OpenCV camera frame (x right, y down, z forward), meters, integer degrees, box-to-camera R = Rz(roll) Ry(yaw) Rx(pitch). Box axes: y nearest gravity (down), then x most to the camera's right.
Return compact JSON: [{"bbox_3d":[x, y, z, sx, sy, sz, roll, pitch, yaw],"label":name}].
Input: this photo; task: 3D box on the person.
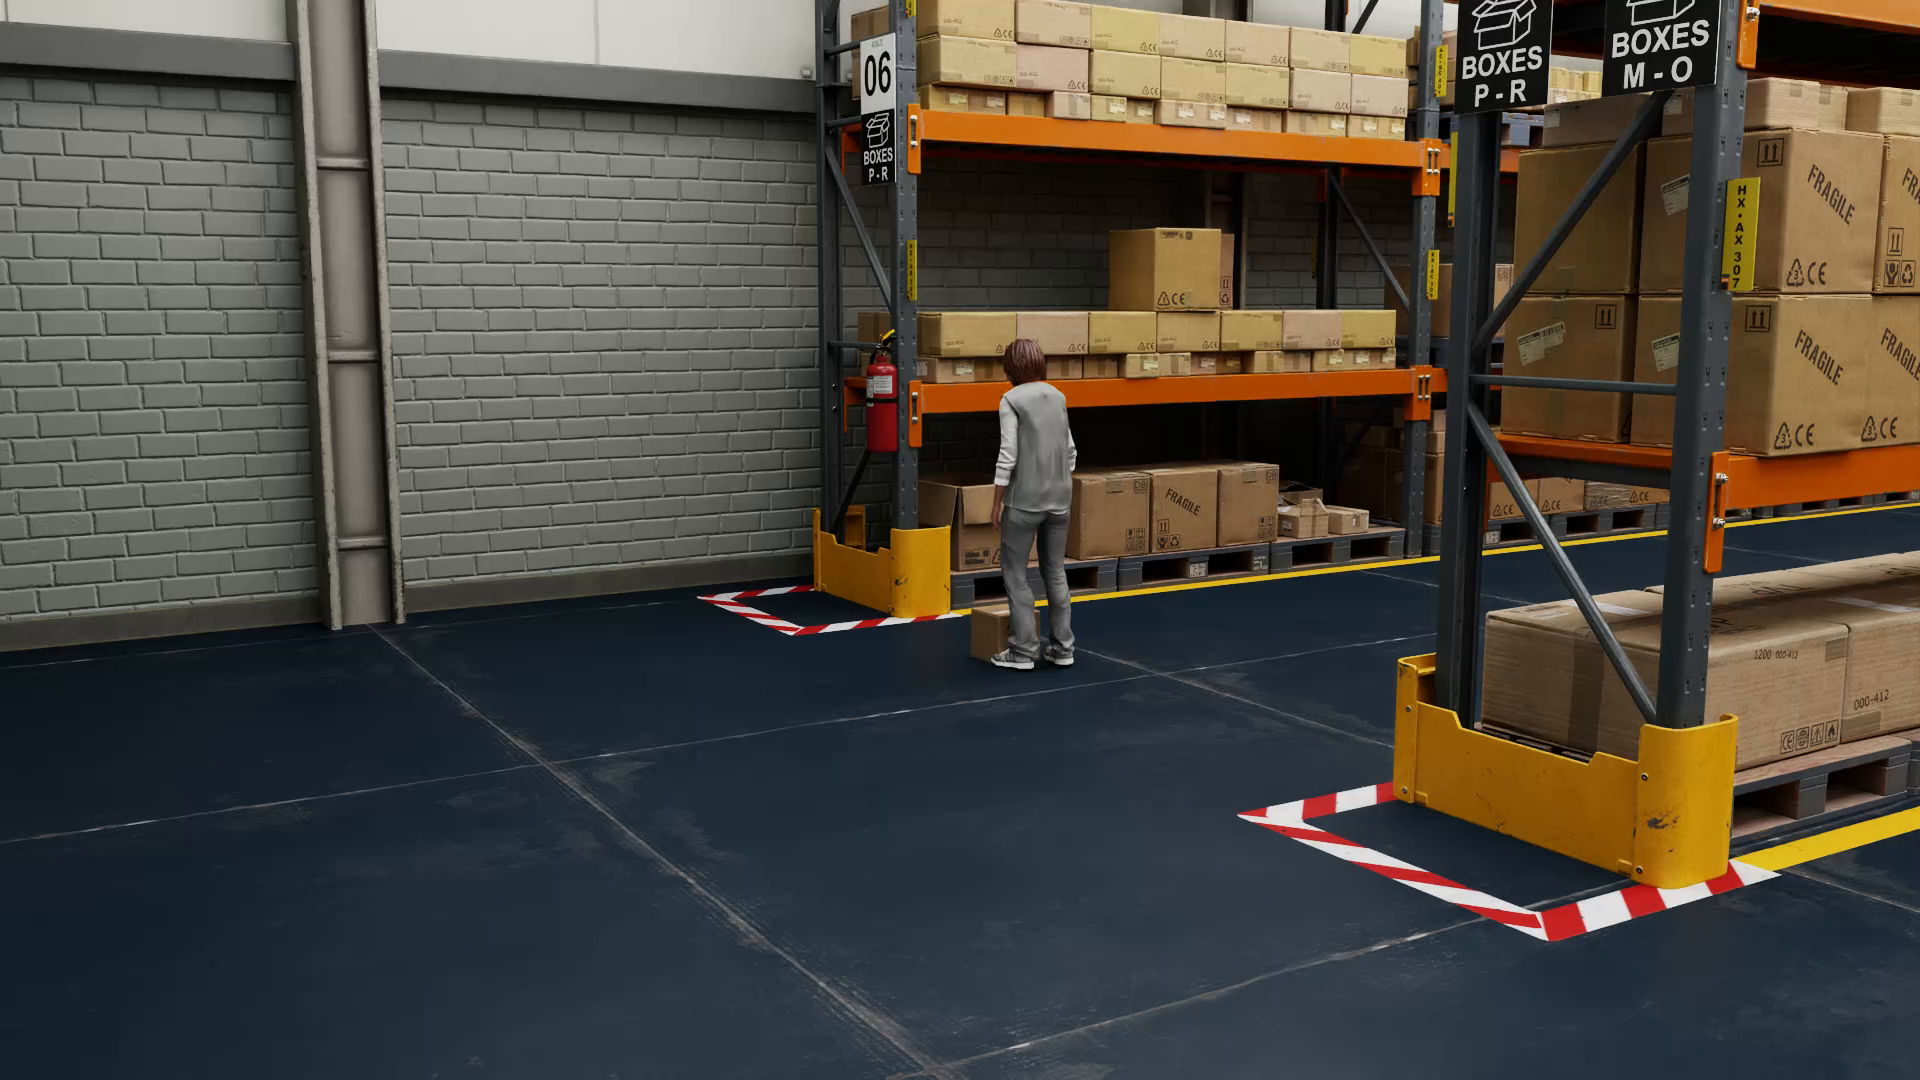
[{"bbox_3d":[0.350,-0.167,8.006,0.485,1.593,0.374,-6,10,-34],"label":"person"}]
